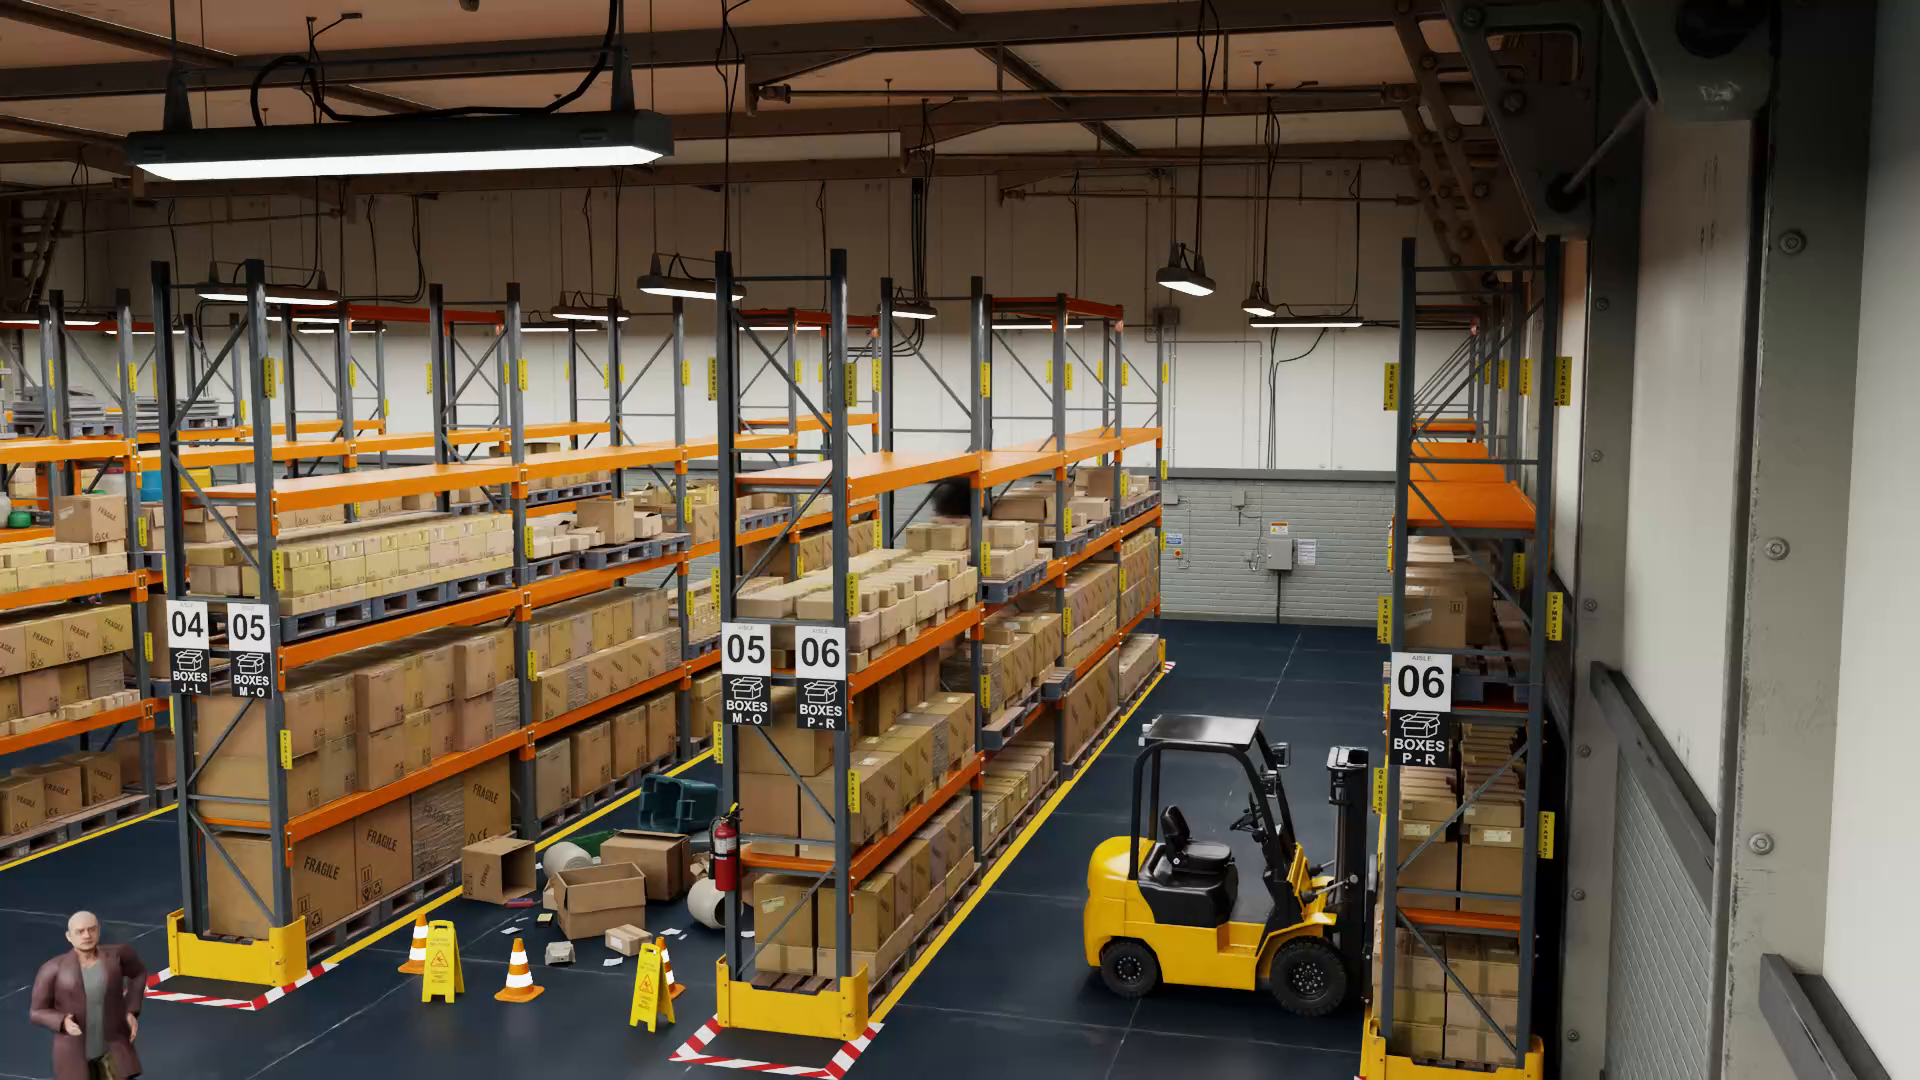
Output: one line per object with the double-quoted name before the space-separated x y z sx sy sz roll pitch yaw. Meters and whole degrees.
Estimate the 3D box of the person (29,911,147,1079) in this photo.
"person" -5.388 3.202 10.376 0.692 1.771 0.686 -4 7 -35
